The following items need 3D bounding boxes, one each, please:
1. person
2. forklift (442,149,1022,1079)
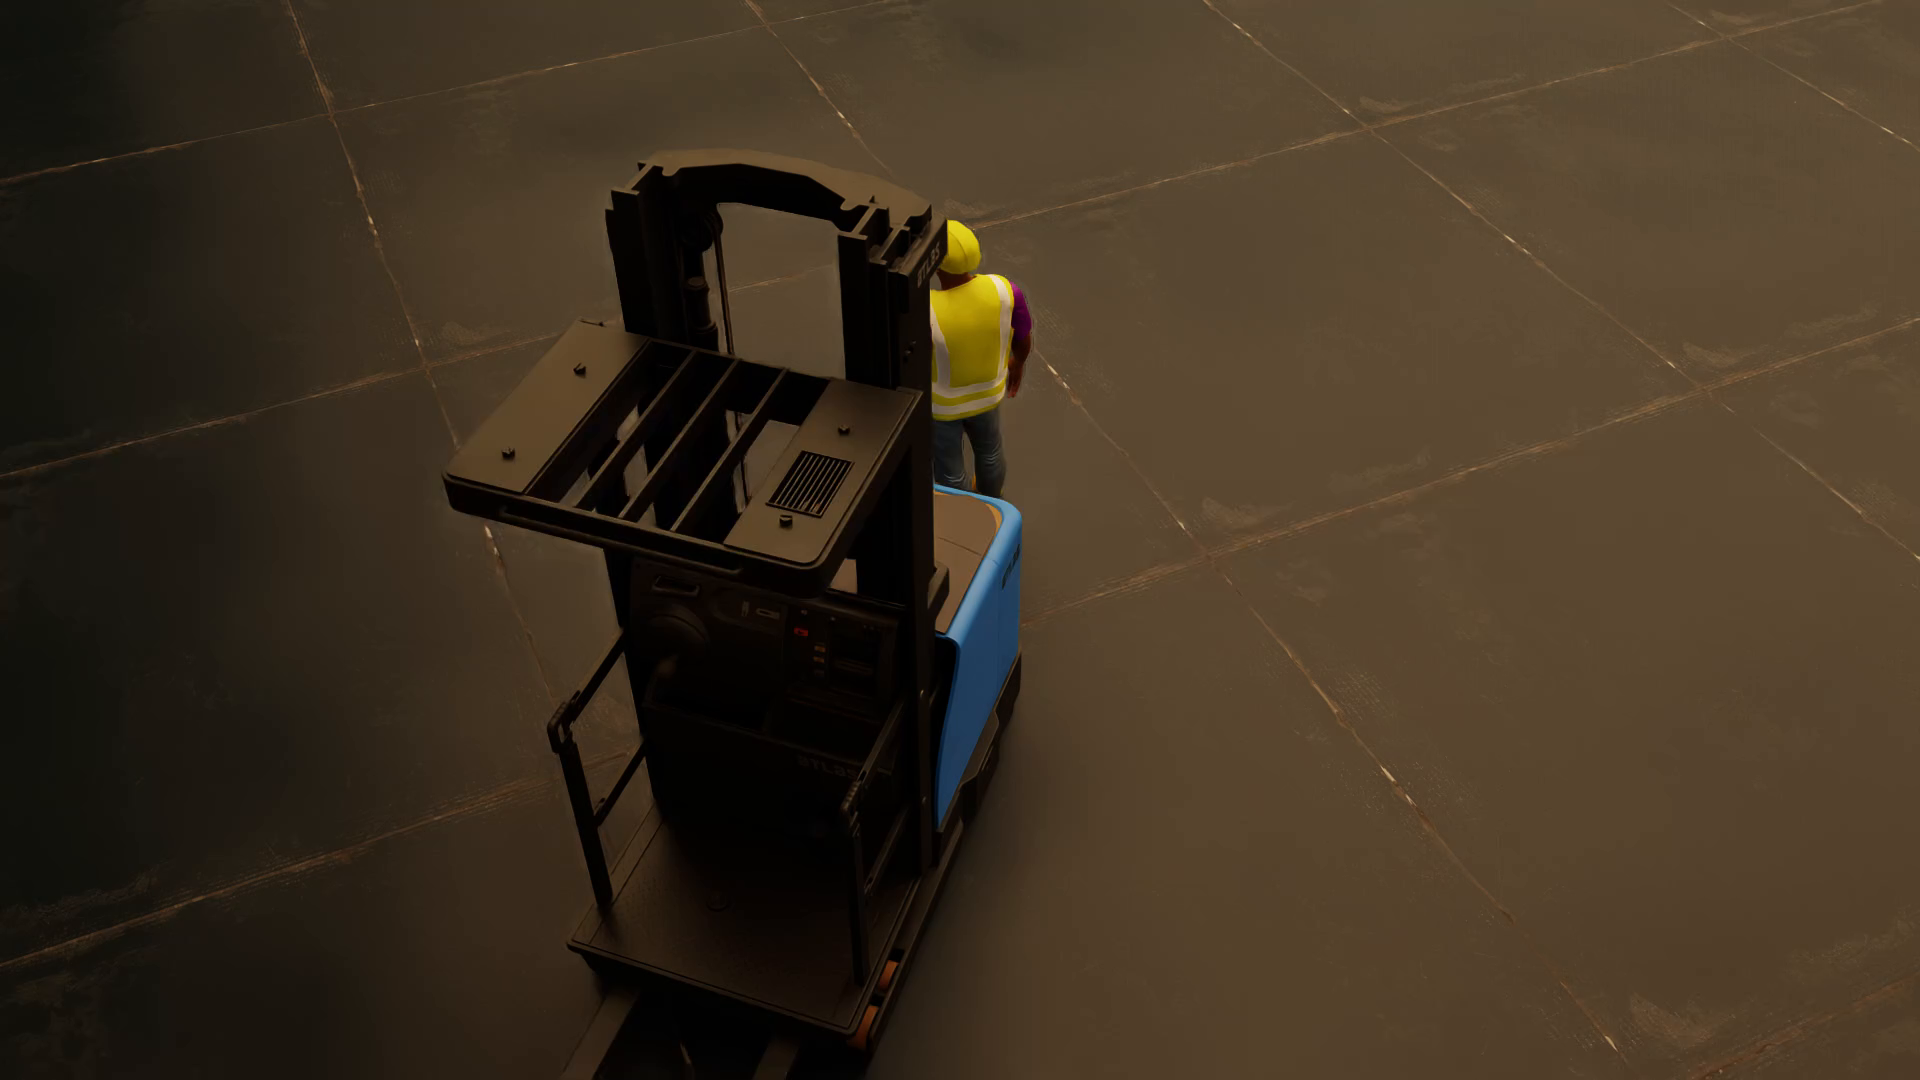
[{"bbox_3d":[-0.041,-0.692,7.269,0.669,1.764,0.572,-17,46,-18],"label":"person"},{"bbox_3d":[-0.713,0.412,5.239,1.130,2.935,3.031,13,45,14],"label":"forklift"}]
